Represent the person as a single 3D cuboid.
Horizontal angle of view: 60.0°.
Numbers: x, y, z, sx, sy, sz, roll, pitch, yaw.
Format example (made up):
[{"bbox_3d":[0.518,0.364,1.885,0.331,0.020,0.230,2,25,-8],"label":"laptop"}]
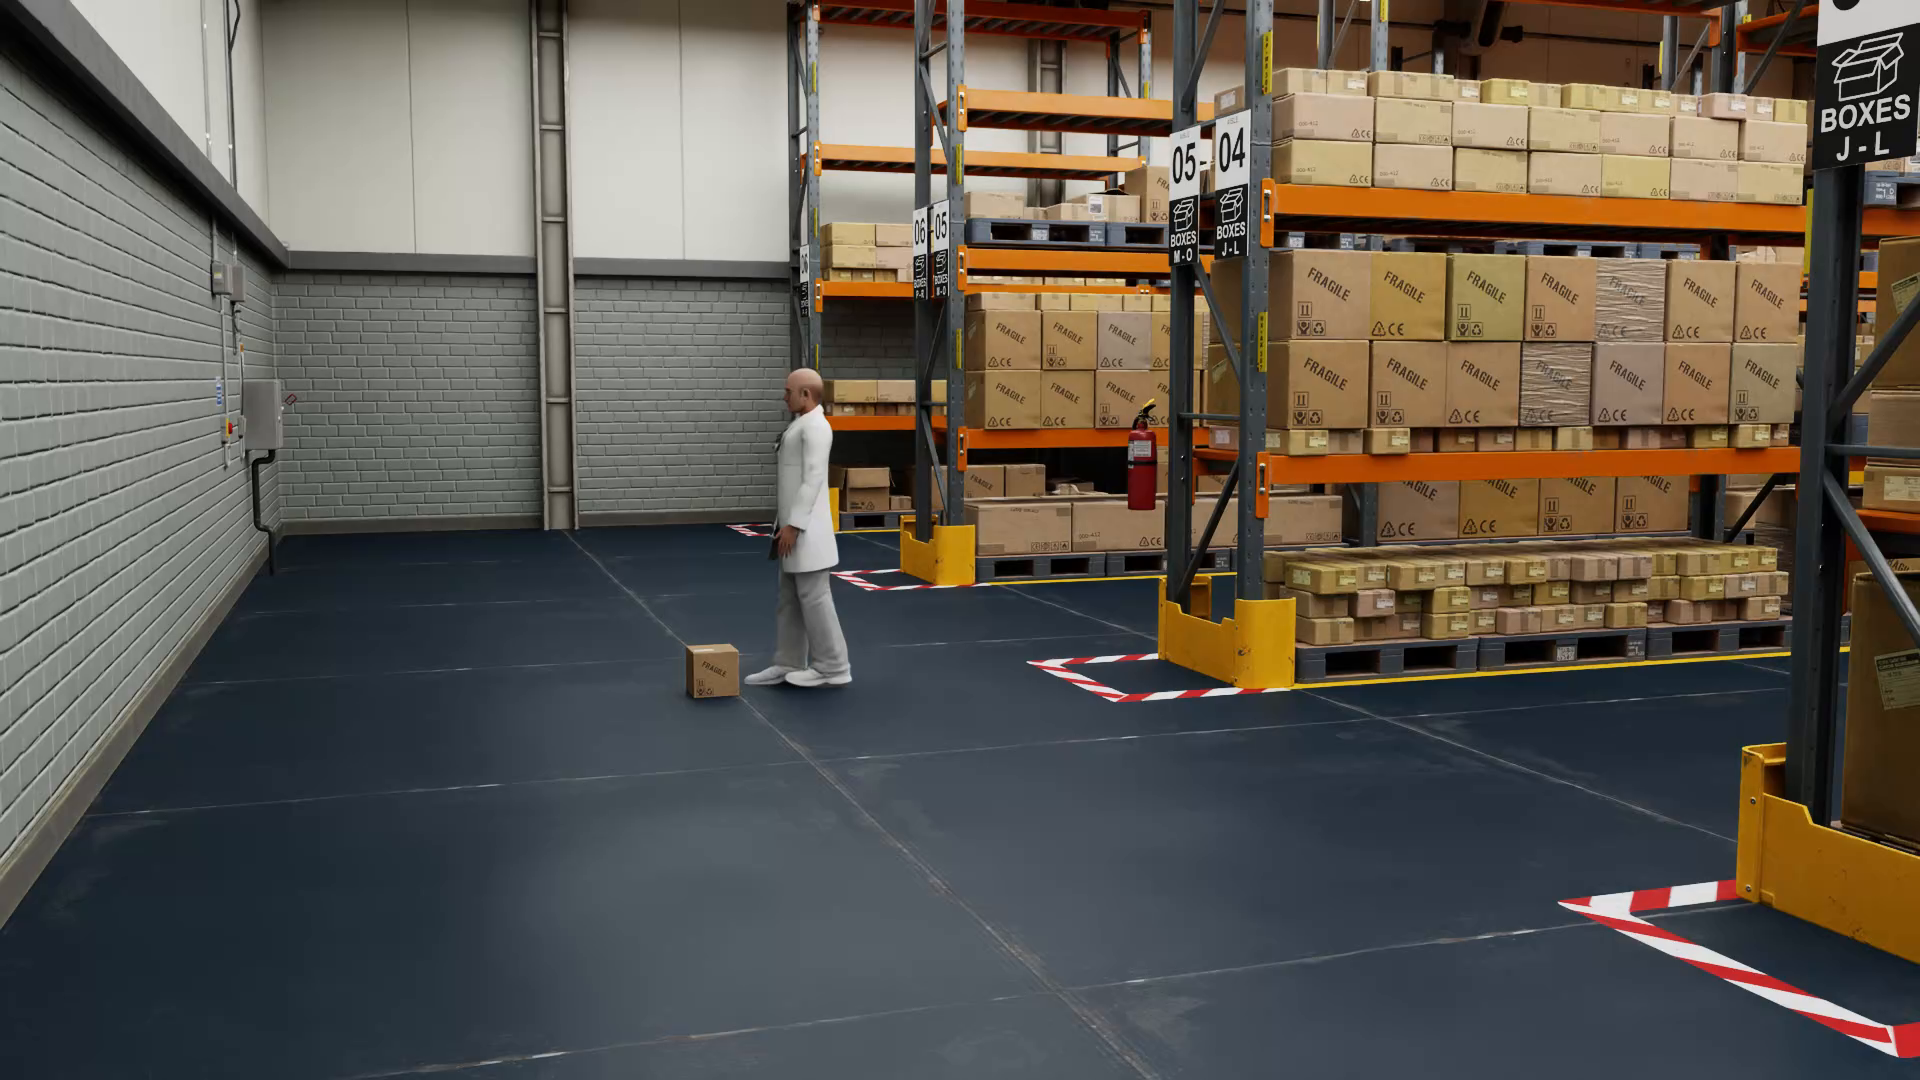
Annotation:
[{"bbox_3d":[-0.889,-0.061,9.318,0.566,1.794,0.596,-1,6,-12],"label":"person"}]
